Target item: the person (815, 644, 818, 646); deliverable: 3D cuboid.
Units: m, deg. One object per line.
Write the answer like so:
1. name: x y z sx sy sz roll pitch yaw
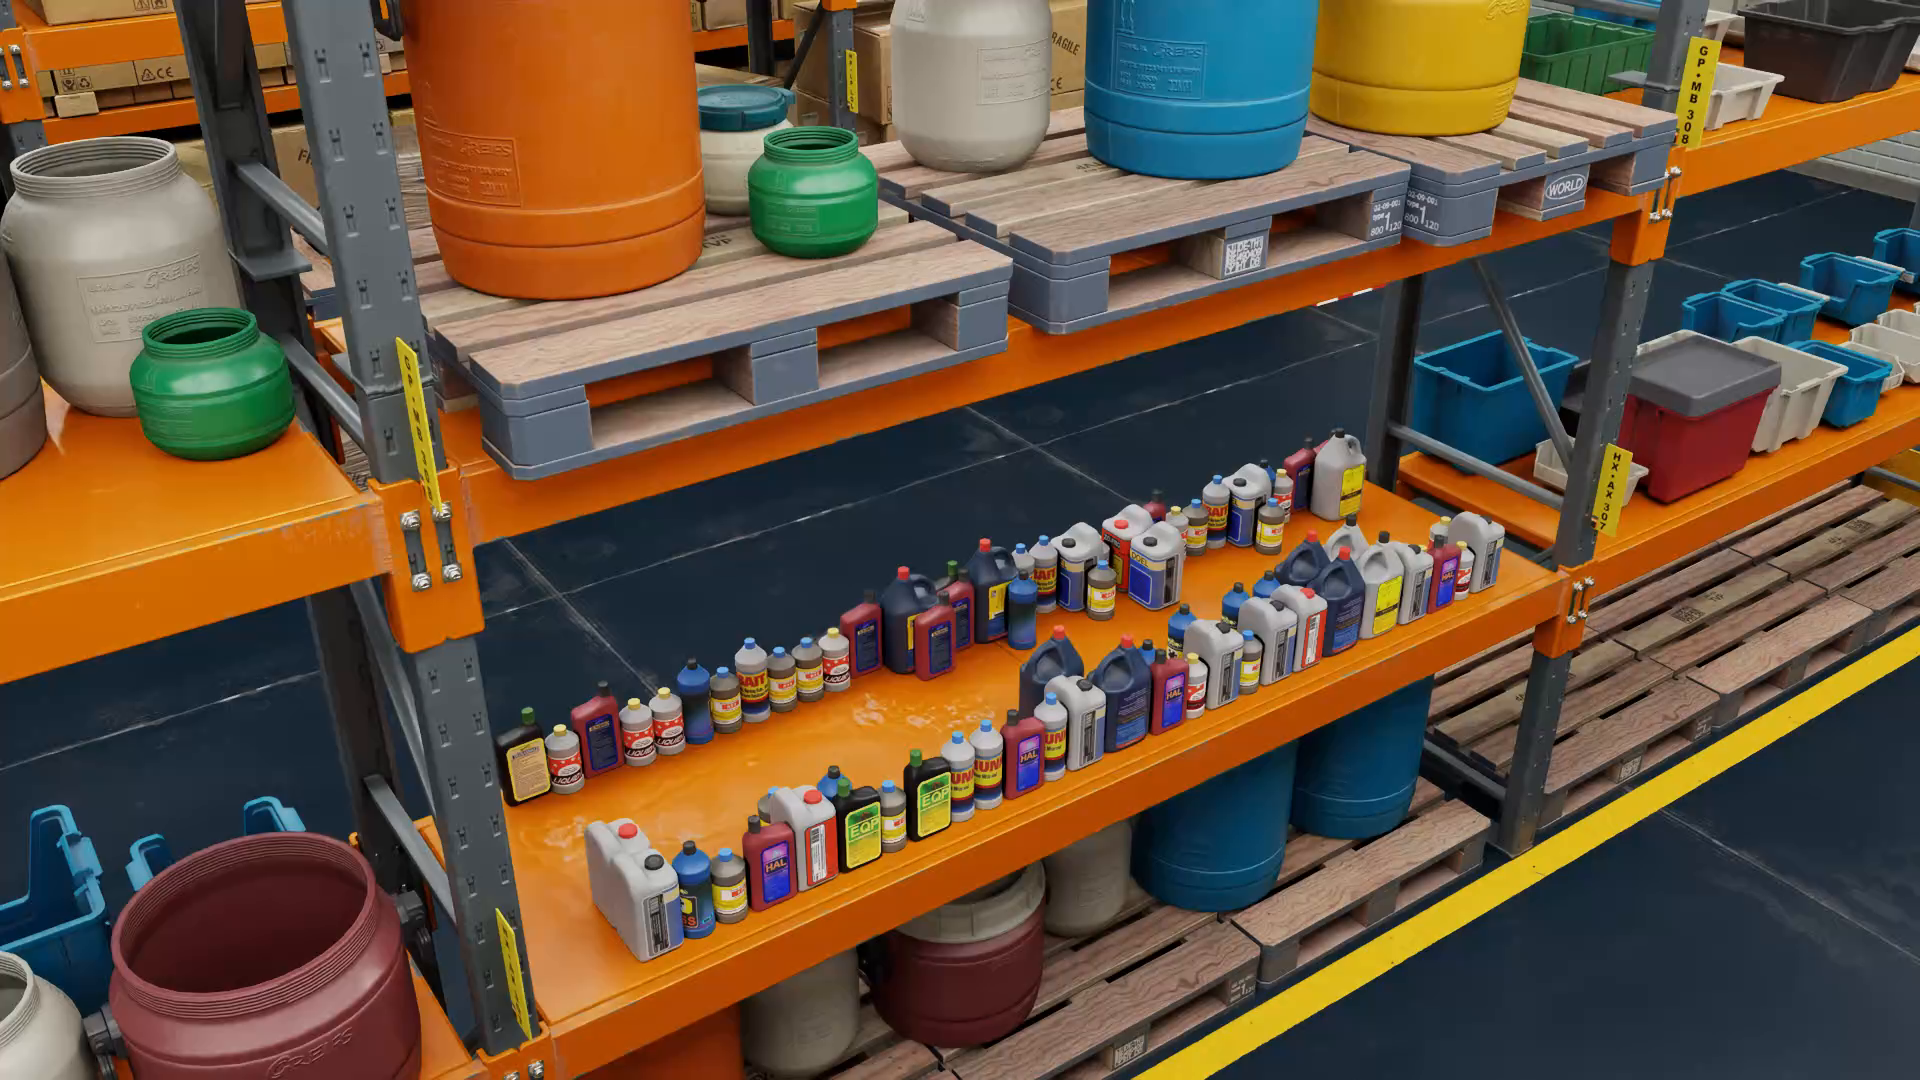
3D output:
1. person: -0.342 0.685 6.719 0.814 0.861 0.481 -19 34 -31
